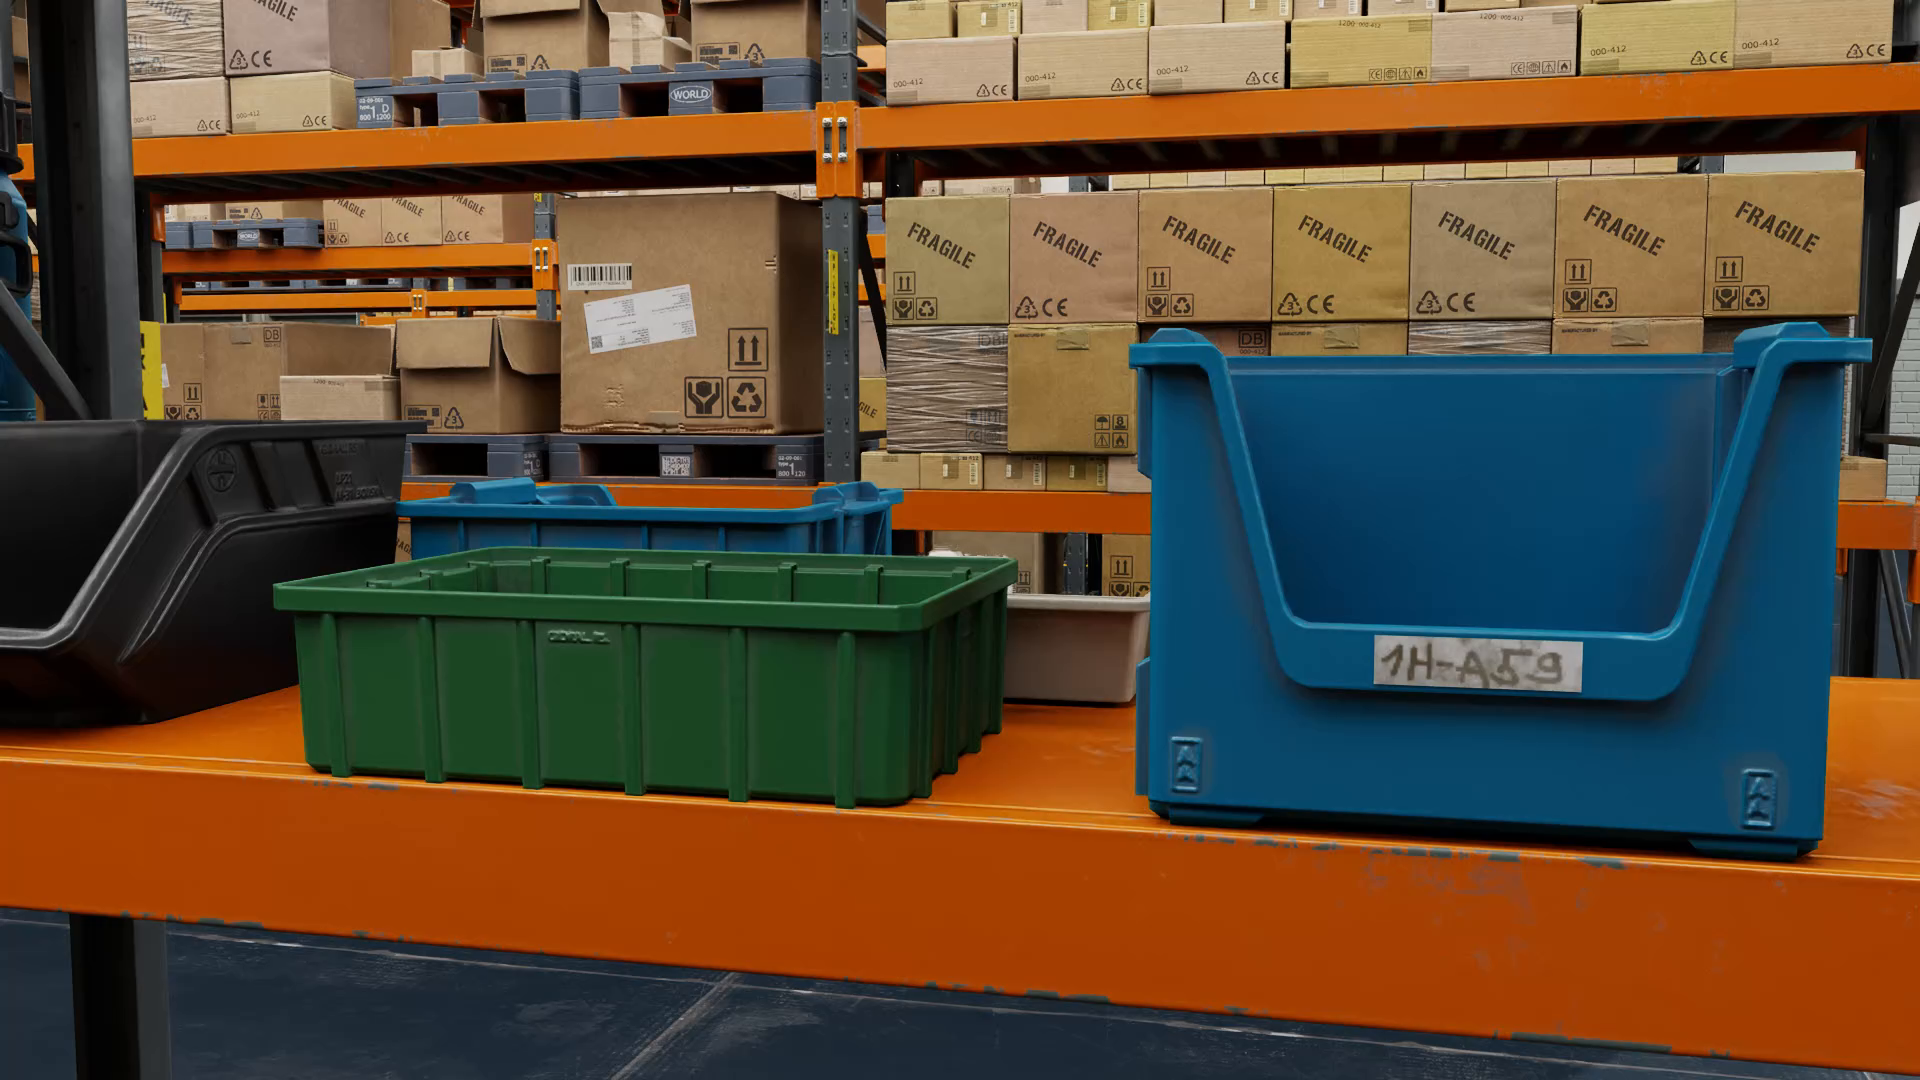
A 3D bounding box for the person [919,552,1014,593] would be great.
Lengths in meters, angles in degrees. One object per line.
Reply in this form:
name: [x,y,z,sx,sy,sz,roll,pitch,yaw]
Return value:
person: [-0.074,0.407,10.548,0.461,0.779,0.907,-5,7,-44]
